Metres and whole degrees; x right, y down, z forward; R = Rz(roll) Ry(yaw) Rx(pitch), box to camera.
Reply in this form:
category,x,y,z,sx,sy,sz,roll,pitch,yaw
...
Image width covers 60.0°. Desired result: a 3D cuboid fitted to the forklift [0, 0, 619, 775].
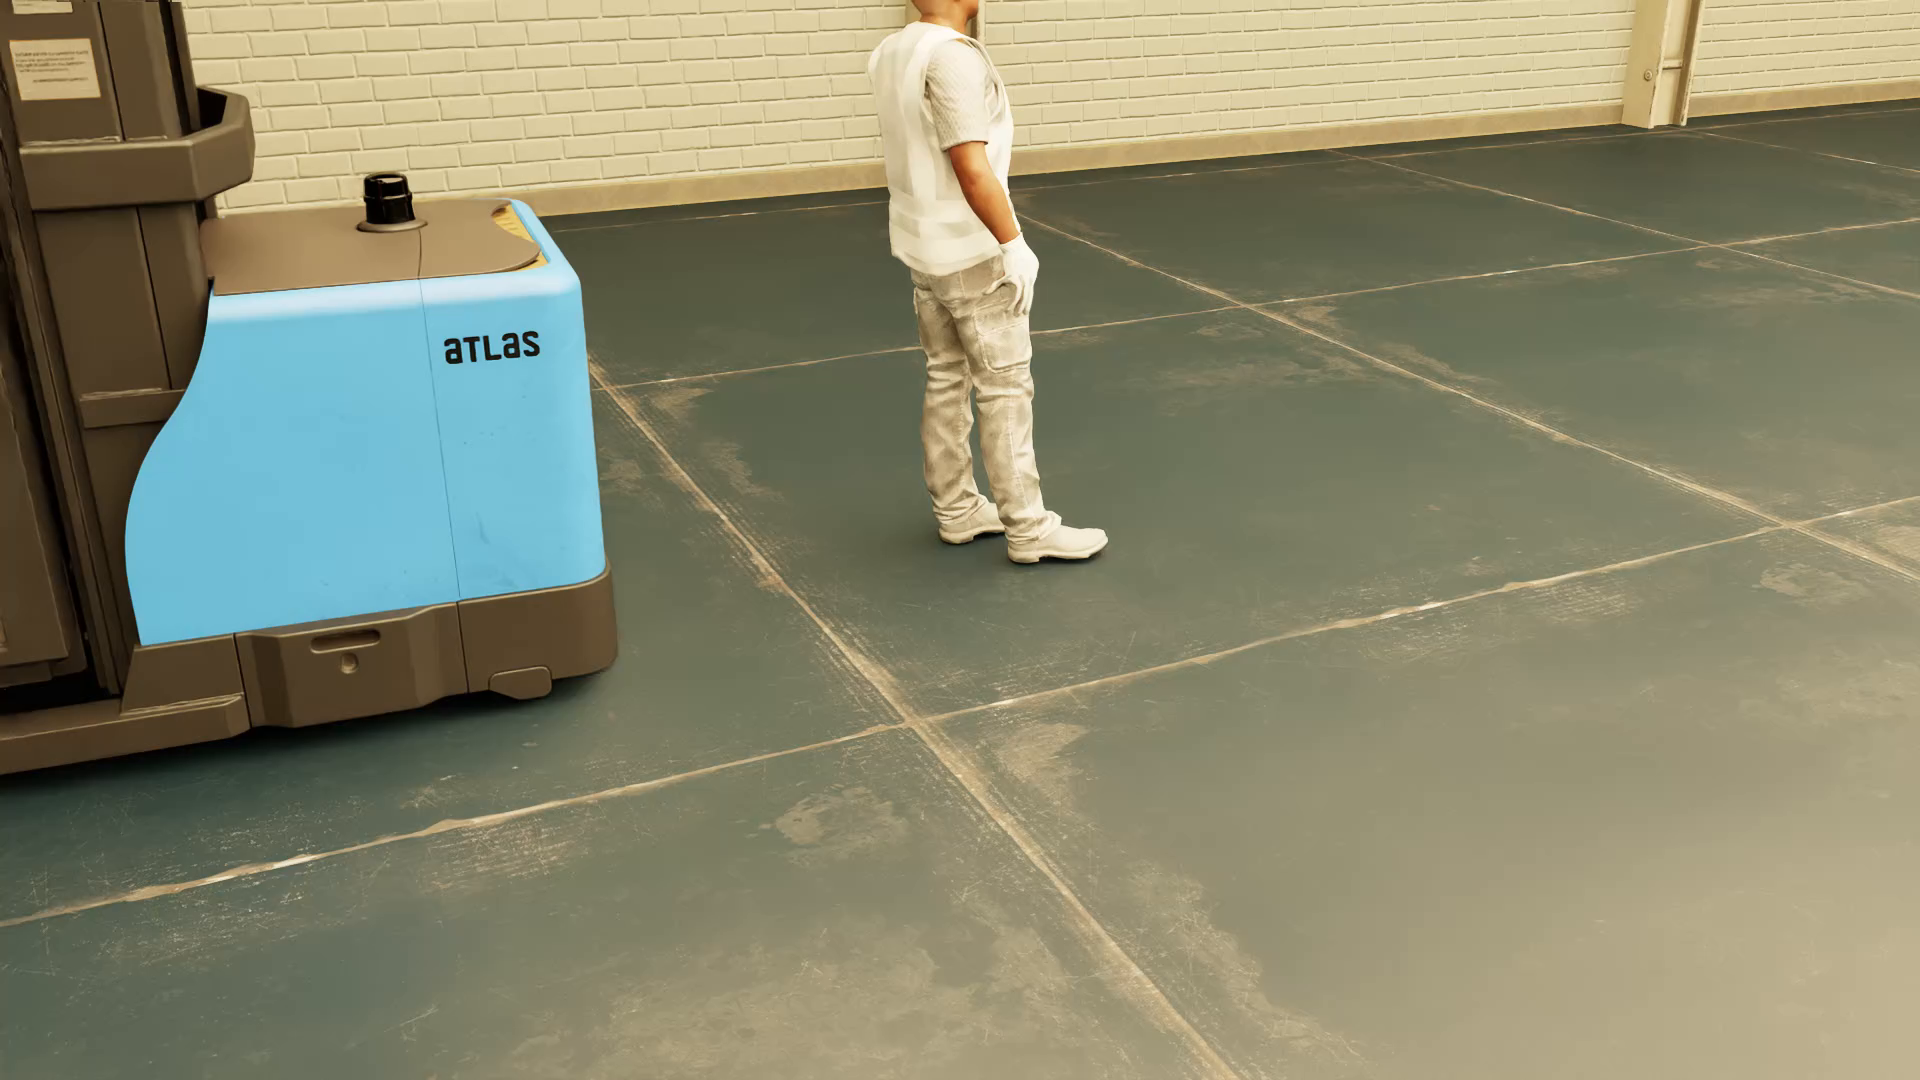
category,x,y,z,sx,sy,sz,roll,pitch,yaw
forklift,-2.438,-0.950,3.574,3.031,2.935,1.130,-8,24,-19

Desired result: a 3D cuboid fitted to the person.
category,x,y,z,sx,sy,sz,roll,pitch,yaw
person,0.069,-0.839,4.784,0.575,1.784,0.656,-10,25,-23
